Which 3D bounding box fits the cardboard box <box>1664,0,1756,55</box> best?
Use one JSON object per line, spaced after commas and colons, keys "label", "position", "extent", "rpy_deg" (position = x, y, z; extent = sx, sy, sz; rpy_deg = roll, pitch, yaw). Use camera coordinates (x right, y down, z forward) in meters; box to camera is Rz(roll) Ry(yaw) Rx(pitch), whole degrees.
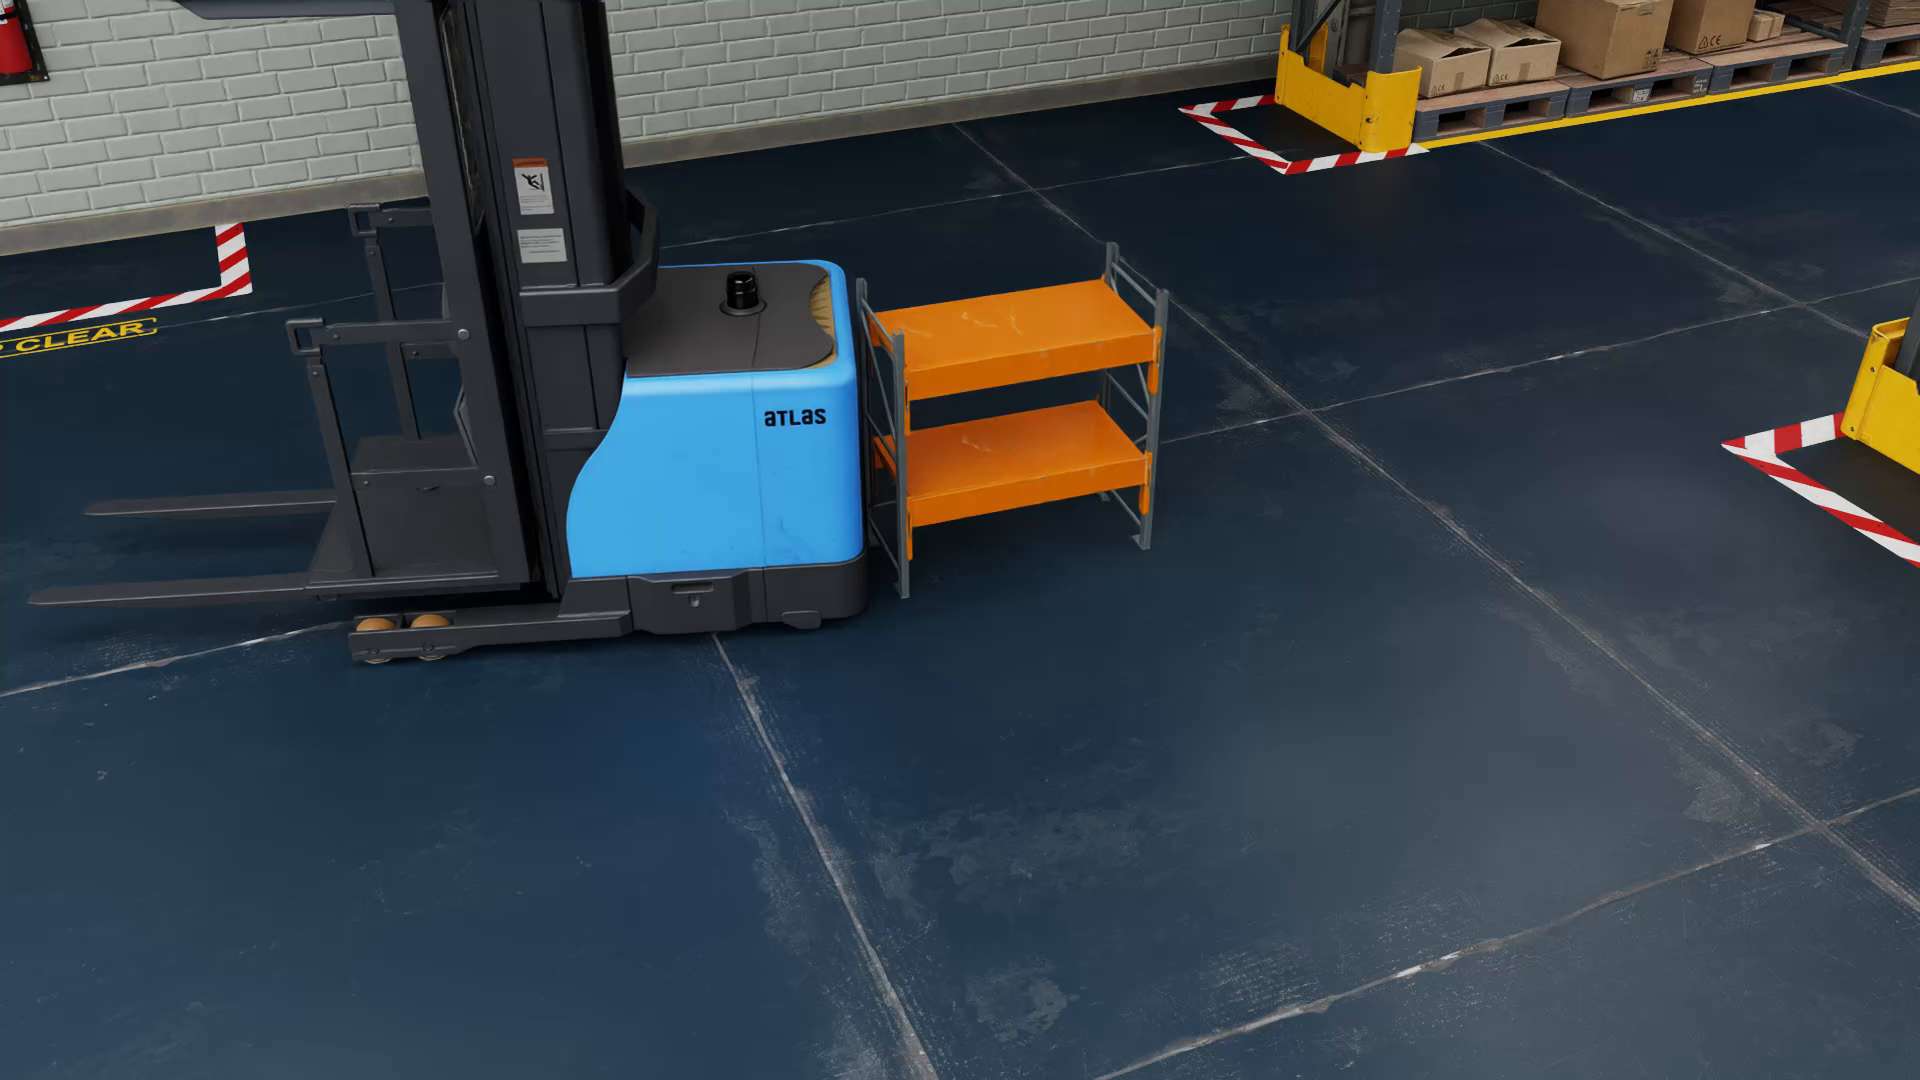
{"label": "cardboard box", "position": [5.188, -3.747, 11.647], "extent": [0.500, 0.500, 0.500], "rpy_deg": [-16, 36, -22]}

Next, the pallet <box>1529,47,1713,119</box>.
{"label": "pallet", "position": [4.398, -3.261, 11.569], "extent": [1.213, 0.211, 1.003], "rpy_deg": [-13, 35, -19]}

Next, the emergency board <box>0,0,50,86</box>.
{"label": "emergency board", "position": [-5.073, -2.818, 8.331], "extent": [0.643, 1.169, 0.194], "rpy_deg": [-13, 35, -19]}

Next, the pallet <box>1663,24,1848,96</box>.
{"label": "pallet", "position": [5.524, -3.521, 11.968], "extent": [1.213, 0.211, 1.003], "rpy_deg": [-13, 35, -19]}

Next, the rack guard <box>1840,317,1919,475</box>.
{"label": "rack guard", "position": [4.341, -0.462, 7.002], "extent": [0.348, 0.500, 1.175], "rpy_deg": [-13, 35, -19]}

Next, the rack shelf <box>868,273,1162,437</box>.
{"label": "rack shelf", "position": [0.188, -0.711, 6.275], "extent": [1.000, 0.278, 0.538], "rpy_deg": [-11, 35, -16]}

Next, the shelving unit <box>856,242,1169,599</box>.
{"label": "shelving unit", "position": [0.188, -0.466, 6.435], "extent": [1.048, 1.125, 0.538], "rpy_deg": [-11, 35, -16]}

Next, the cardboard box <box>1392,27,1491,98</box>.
{"label": "cardboard box", "position": [3.115, -3.163, 10.923], "extent": [0.500, 0.311, 0.500], "rpy_deg": [-17, 37, -24]}

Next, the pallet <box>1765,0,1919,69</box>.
{"label": "pallet", "position": [6.847, -3.846, 12.467], "extent": [1.213, 0.211, 1.003], "rpy_deg": [-13, 35, -19]}

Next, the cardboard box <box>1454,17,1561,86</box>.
{"label": "cardboard box", "position": [3.640, -3.284, 11.108], "extent": [0.500, 0.311, 0.500], "rpy_deg": [-10, 34, -15]}

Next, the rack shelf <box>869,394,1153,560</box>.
{"label": "rack shelf", "position": [0.188, -0.261, 6.568], "extent": [1.000, 0.278, 0.538], "rpy_deg": [-11, 35, -16]}

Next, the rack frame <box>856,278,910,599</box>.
{"label": "rack frame", "position": [-0.291, -0.374, 6.293], "extent": [0.032, 1.125, 0.500], "rpy_deg": [-11, 35, -16]}

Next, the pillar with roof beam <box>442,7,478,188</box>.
{"label": "pillar with roof beam", "position": [-1.113, -3.671, 4.140], "extent": [0.400, 9.000, 9.100], "rpy_deg": [-13, 35, -19]}

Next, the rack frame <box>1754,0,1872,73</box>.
{"label": "rack frame", "position": [6.130, -4.849, 11.453], "extent": [0.127, 3.000, 1.000], "rpy_deg": [-13, 35, -19]}

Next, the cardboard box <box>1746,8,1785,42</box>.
{"label": "cardboard box", "position": [5.648, -3.718, 11.909], "extent": [0.250, 0.166, 0.380], "rpy_deg": [-18, 37, -25]}

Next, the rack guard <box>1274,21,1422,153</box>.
{"label": "rack guard", "position": [2.512, -2.973, 10.861], "extent": [0.348, 0.500, 1.175], "rpy_deg": [-13, 35, -19]}

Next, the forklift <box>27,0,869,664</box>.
{"label": "forklift", "position": [-1.895, -1.083, 5.726], "extent": [3.031, 2.935, 1.130], "rpy_deg": [-3, 33, -5]}

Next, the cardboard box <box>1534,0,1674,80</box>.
{"label": "cardboard box", "position": [4.336, -3.493, 11.256], "extent": [0.500, 0.500, 0.700], "rpy_deg": [-15, 36, -22]}

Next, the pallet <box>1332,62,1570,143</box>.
{"label": "pallet", "position": [3.275, -3.006, 11.176], "extent": [1.213, 0.211, 1.003], "rpy_deg": [-13, 35, -19]}

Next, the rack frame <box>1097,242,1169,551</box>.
{"label": "rack frame", "position": [0.668, -0.558, 6.577], "extent": [0.032, 1.125, 0.500], "rpy_deg": [-11, 35, -16]}

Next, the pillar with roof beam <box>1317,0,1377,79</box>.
{"label": "pillar with roof beam", "position": [4.419, -4.938, 6.087], "extent": [0.400, 9.000, 9.100], "rpy_deg": [-13, 35, -19]}

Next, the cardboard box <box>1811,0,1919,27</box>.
{"label": "cardboard box", "position": [6.802, -4.150, 12.266], "extent": [0.500, 0.500, 0.700], "rpy_deg": [-12, 35, -17]}

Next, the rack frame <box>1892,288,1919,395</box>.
{"label": "rack frame", "position": [4.363, -1.515, 6.328], "extent": [0.127, 3.000, 1.000], "rpy_deg": [-13, 35, -19]}

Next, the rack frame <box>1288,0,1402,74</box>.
{"label": "rack frame", "position": [2.442, -4.005, 10.155], "extent": [0.127, 3.000, 1.000], "rpy_deg": [-13, 35, -19]}
